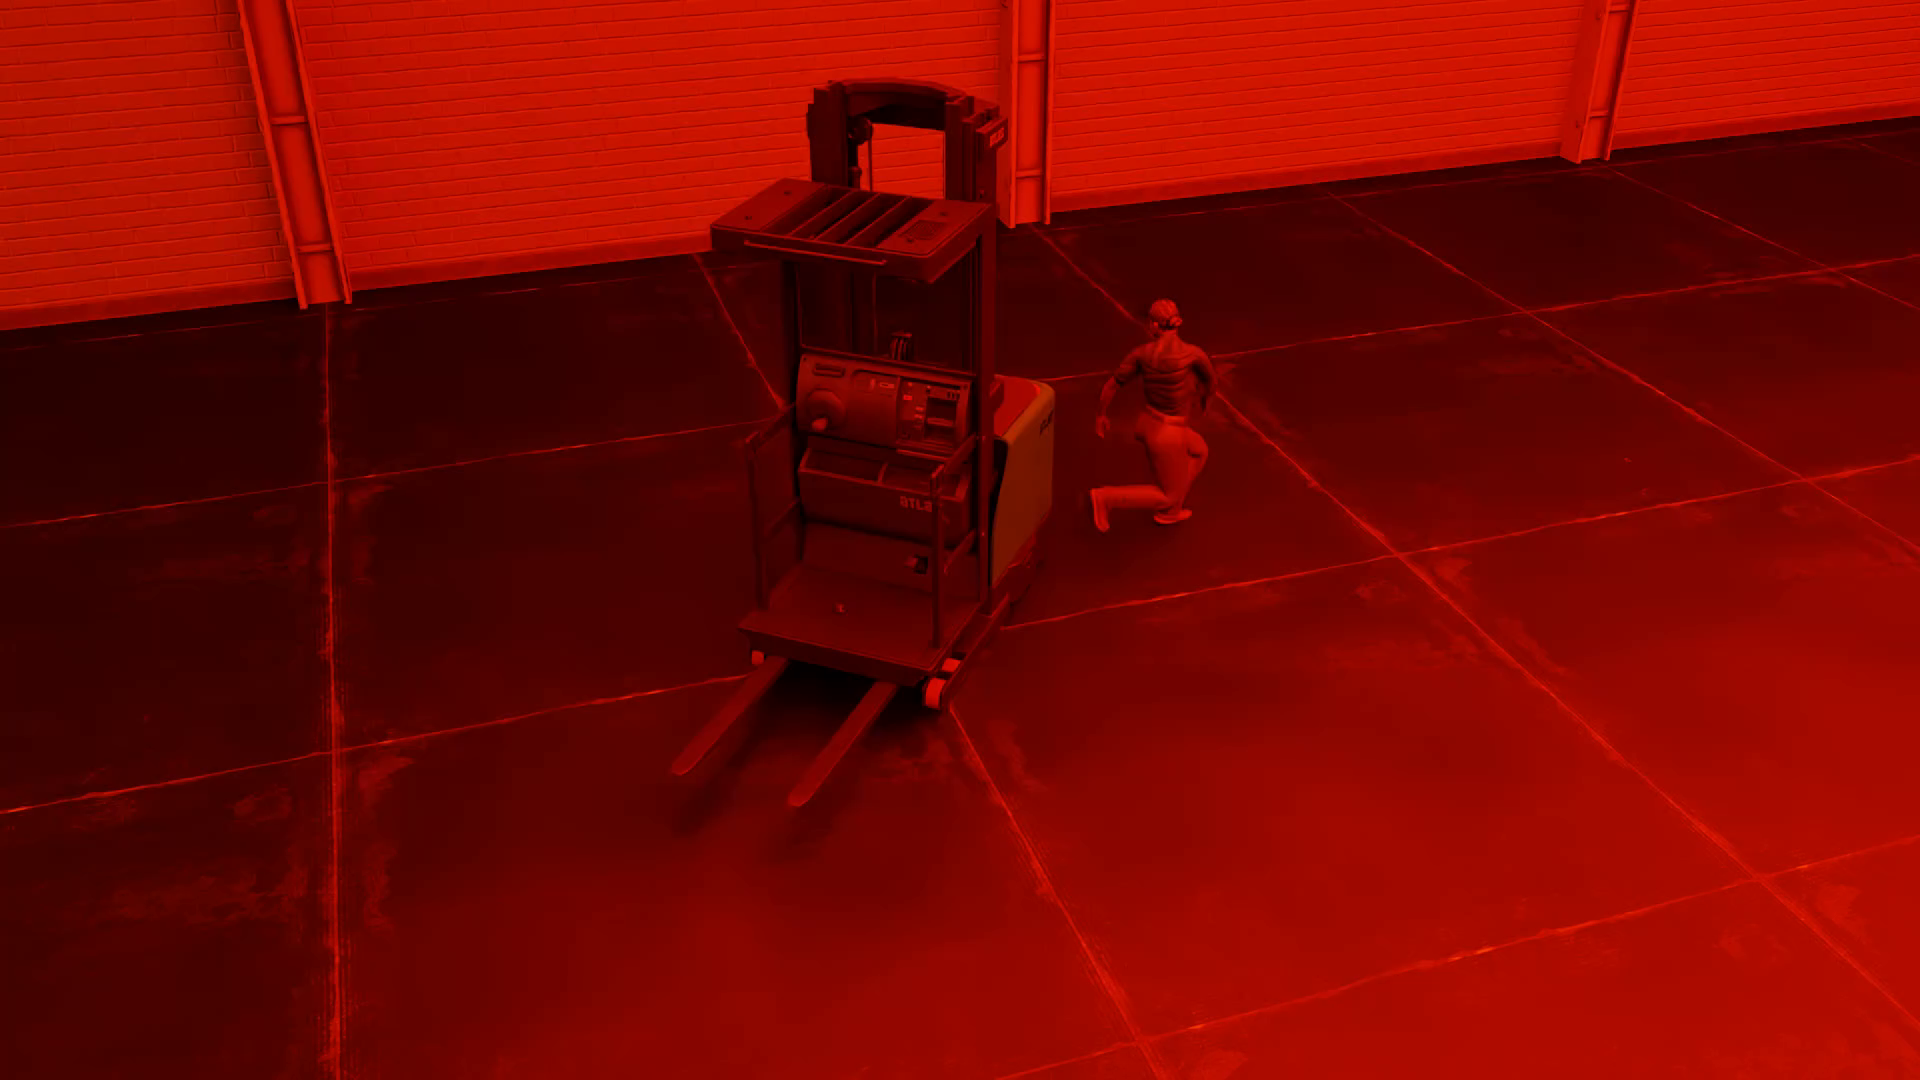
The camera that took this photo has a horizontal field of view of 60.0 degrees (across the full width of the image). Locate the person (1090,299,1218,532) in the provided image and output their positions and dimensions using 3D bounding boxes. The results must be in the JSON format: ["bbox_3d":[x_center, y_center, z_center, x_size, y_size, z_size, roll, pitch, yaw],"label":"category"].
[{"bbox_3d":[1.147,-0.716,9.890,0.848,1.434,0.582,-15,33,-25],"label":"person"}]

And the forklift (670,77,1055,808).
[{"bbox_3d":[-0.469,-0.637,8.194,1.130,2.935,3.031,11,32,19],"label":"forklift"}]
